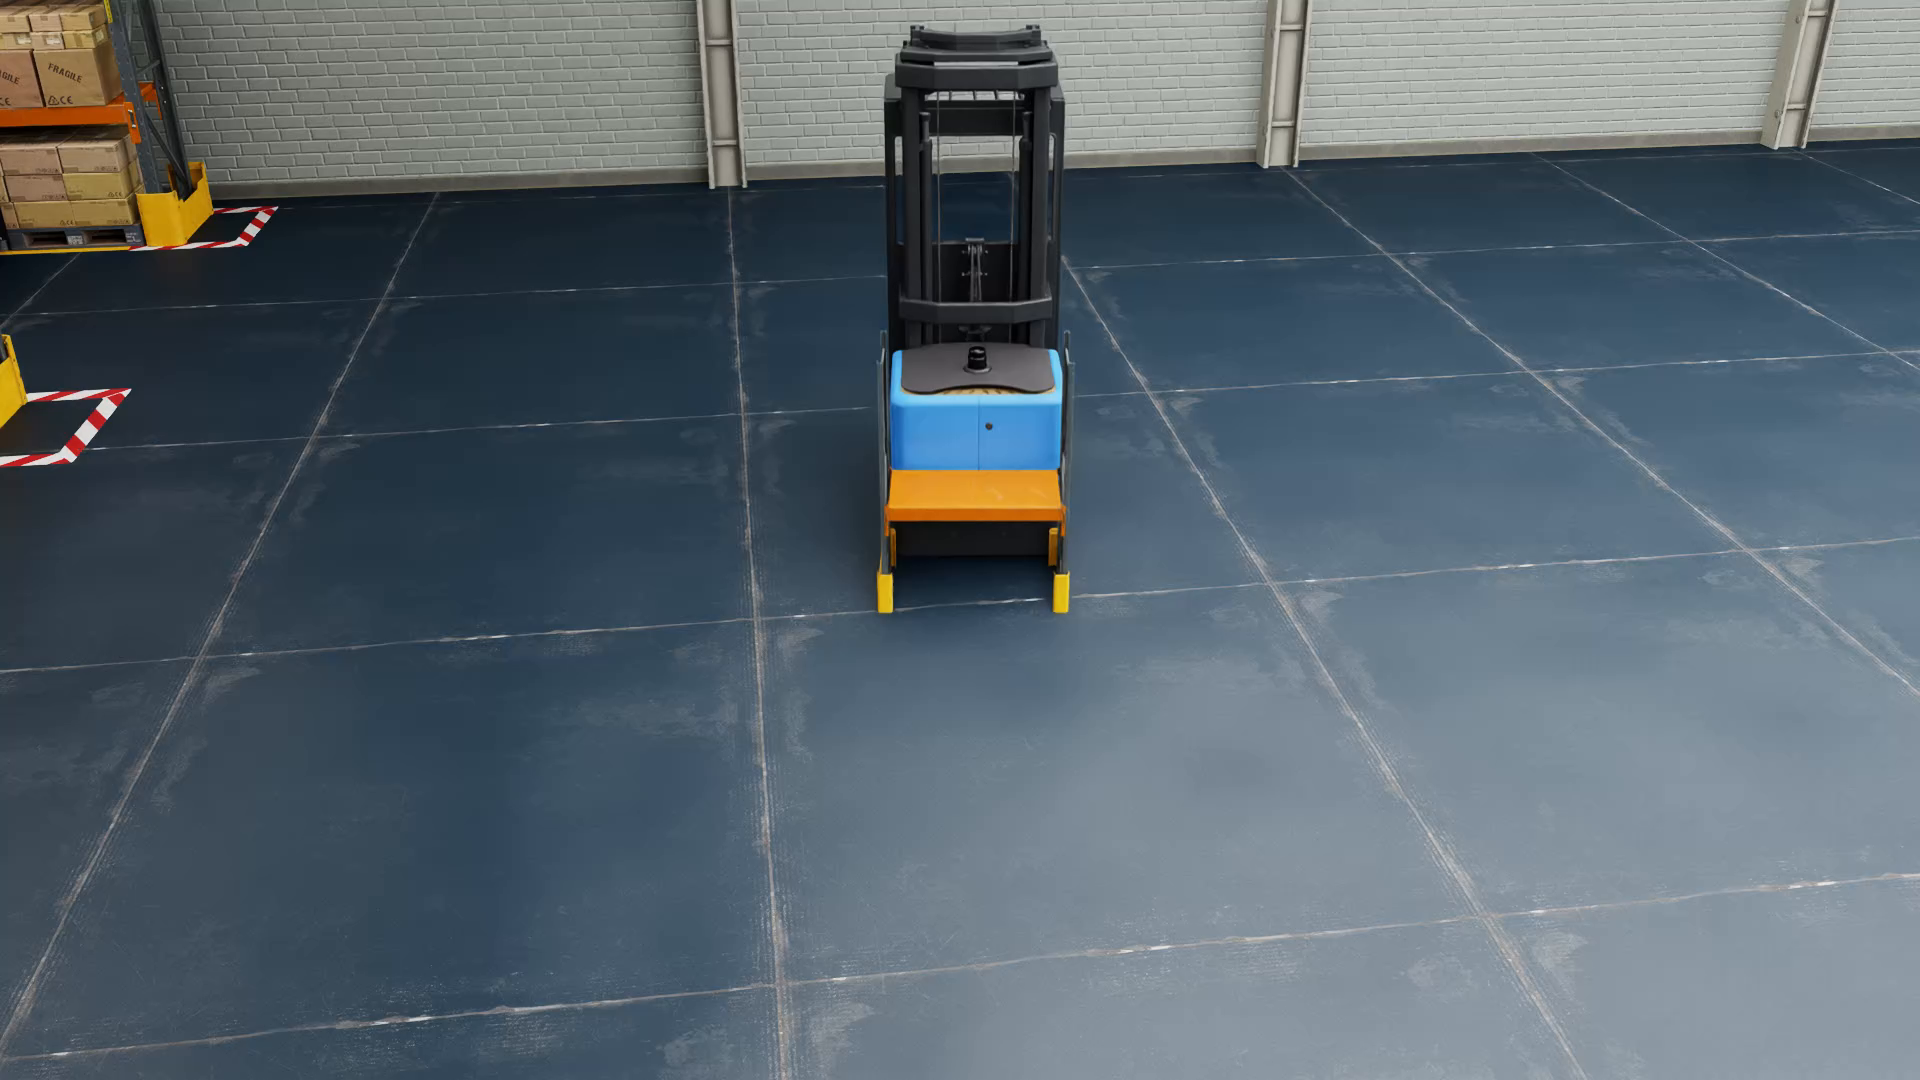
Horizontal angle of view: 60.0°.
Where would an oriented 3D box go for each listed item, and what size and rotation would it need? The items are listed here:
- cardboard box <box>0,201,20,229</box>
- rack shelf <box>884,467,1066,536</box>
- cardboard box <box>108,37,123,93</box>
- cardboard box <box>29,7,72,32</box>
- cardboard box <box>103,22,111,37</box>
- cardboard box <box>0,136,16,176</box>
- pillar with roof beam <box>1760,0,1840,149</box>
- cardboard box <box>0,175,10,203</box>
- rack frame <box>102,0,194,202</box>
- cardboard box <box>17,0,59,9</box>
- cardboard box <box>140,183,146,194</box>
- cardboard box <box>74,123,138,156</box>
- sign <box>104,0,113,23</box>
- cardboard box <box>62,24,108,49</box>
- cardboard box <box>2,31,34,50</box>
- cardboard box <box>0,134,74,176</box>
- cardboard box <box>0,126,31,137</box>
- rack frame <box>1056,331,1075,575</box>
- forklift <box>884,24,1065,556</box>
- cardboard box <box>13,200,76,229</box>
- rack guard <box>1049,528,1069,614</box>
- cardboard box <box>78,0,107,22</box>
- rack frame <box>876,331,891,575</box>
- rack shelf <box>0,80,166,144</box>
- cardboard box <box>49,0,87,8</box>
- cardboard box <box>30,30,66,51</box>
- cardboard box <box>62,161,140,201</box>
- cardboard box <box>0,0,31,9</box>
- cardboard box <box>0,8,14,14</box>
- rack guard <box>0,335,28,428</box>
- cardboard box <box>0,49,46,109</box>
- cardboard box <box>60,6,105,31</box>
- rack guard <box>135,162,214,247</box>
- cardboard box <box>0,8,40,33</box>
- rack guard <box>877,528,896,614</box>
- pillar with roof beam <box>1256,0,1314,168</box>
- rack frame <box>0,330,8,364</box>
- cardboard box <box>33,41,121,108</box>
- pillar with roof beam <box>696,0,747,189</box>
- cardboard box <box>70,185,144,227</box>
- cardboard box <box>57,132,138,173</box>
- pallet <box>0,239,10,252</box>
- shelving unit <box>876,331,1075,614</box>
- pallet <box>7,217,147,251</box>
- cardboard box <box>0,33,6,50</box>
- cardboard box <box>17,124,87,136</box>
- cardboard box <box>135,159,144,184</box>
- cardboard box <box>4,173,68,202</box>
[{"bbox_3d":[-8.991,-3.090,15.539,0.500,0.250,0.500,-3,27,-7],"label":"cardboard box"},{"bbox_3d":[0.083,-0.220,9.431,1.000,0.185,0.538,0,27,0],"label":"rack shelf"},{"bbox_3d":[-8.109,-4.493,15.612,0.500,0.500,0.500,-3,27,-5],"label":"cardboard box"},{"bbox_3d":[-8.145,-4.672,14.924,0.250,0.149,0.380,-4,27,-7],"label":"cardboard box"},{"bbox_3d":[-7.952,-4.783,15.467,0.250,0.149,0.380,-4,27,-8],"label":"cardboard box"},{"bbox_3d":[-8.995,-3.521,15.283,0.500,0.250,0.500,-3,27,-6],"label":"cardboard box"},{"bbox_3d":[10.029,-6.586,13.228,0.400,9.000,9.100,-4,27,-7],"label":"pillar with roof beam"},{"bbox_3d":[-9.025,-3.299,15.398,0.500,0.250,0.500,-4,27,-8],"label":"cardboard box"},{"bbox_3d":[-7.580,-4.355,15.451,0.127,3.000,1.000,-4,27,-7],"label":"rack frame"},{"bbox_3d":[-8.465,-4.871,15.311,0.250,0.149,0.380,-3,27,-6],"label":"cardboard box"},{"bbox_3d":[-8.093,-3.375,16.094,0.500,0.250,0.500,-4,27,-7],"label":"cardboard box"},{"bbox_3d":[-8.082,-3.818,15.862,0.500,0.250,0.500,-4,27,-8],"label":"cardboard box"},{"bbox_3d":[-7.518,-4.729,14.653,0.005,0.325,0.100,-4,27,-7],"label":"sign"},{"bbox_3d":[-7.884,-4.539,14.990,0.250,0.149,0.380,-3,27,-6],"label":"cardboard box"},{"bbox_3d":[-8.398,-4.521,14.954,0.250,0.149,0.380,-3,27,-6],"label":"cardboard box"},{"bbox_3d":[-8.497,-3.558,15.354,0.500,0.250,0.500,-3,27,-6],"label":"cardboard box"},{"bbox_3d":[-9.073,-3.758,15.744,0.500,0.250,0.500,-4,27,-7],"label":"cardboard box"},{"bbox_3d":[0.591,-0.380,9.348,0.032,1.500,0.500,0,27,0],"label":"rack frame"},{"bbox_3d":[0.081,-1.839,10.624,1.130,2.935,3.031,-1,27,-1],"label":"forklift"},{"bbox_3d":[-8.495,-3.118,15.593,0.500,0.250,0.500,-4,27,-7],"label":"cardboard box"},{"bbox_3d":[0.572,0.176,9.634,0.087,0.250,0.587,0,27,0],"label":"rack guard"},{"bbox_3d":[-7.942,-4.895,15.359,0.250,0.149,0.380,-4,27,-8],"label":"cardboard box"},{"bbox_3d":[-0.426,-0.380,9.349,0.032,1.500,0.500,0,27,0],"label":"rack frame"},{"bbox_3d":[-9.560,-3.907,15.367,4.000,0.370,1.077,-4,27,-7],"label":"rack shelf"},{"bbox_3d":[-8.214,-4.907,15.381,0.250,0.149,0.380,-3,27,-5],"label":"cardboard box"},{"bbox_3d":[-8.133,-4.509,14.932,0.250,0.149,0.380,-3,27,-6],"label":"cardboard box"},{"bbox_3d":[-8.018,-3.368,15.533,0.500,0.250,0.500,-4,27,-8],"label":"cardboard box"},{"bbox_3d":[-8.713,-4.862,15.293,0.250,0.149,0.380,-4,27,-7],"label":"cardboard box"},{"bbox_3d":[-8.657,-4.661,14.903,0.250,0.149,0.380,-4,27,-7],"label":"cardboard box"},{"bbox_3d":[-6.960,-0.994,11.640,0.348,0.500,1.175,-4,27,-7],"label":"rack guard"},{"bbox_3d":[-8.546,-4.220,15.080,0.500,0.500,0.500,-3,27,-5],"label":"cardboard box"},{"bbox_3d":[-7.905,-4.702,14.982,0.250,0.149,0.380,-4,27,-7],"label":"cardboard box"},{"bbox_3d":[-7.556,-3.244,16.025,0.348,0.500,1.175,-4,27,-7],"label":"rack guard"},{"bbox_3d":[-8.400,-4.643,14.868,0.250,0.149,0.380,-3,27,-6],"label":"cardboard box"},{"bbox_3d":[-0.424,0.176,9.634,0.087,0.250,0.587,0,27,0],"label":"rack guard"},{"bbox_3d":[4.088,-6.204,12.484,0.400,9.000,9.100,-4,27,-7],"label":"pillar with roof beam"},{"bbox_3d":[-6.885,-2.111,11.078,0.127,3.000,1.000,-4,27,-7],"label":"rack frame"},{"bbox_3d":[-8.030,-4.249,15.136,0.500,0.500,0.500,-4,27,-8],"label":"cardboard box"},{"bbox_3d":[-1.854,-5.822,11.740,0.400,9.000,9.100,-4,27,-7],"label":"pillar with roof beam"},{"bbox_3d":[-8.001,-3.145,15.646,0.500,0.250,0.500,-3,27,-7],"label":"cardboard box"},{"bbox_3d":[-7.992,-3.593,15.423,0.500,0.250,0.500,-3,27,-5],"label":"cardboard box"},{"bbox_3d":[-9.537,-2.970,15.808,1.213,0.211,1.003,-4,27,-7],"label":"pallet"},{"bbox_3d":[0.074,-0.380,9.348,1.083,1.500,0.587,0,27,0],"label":"shelving unit"},{"bbox_3d":[-8.331,-3.046,15.956,1.213,0.211,1.003,-4,27,-7],"label":"pallet"},{"bbox_3d":[-8.645,-4.510,14.934,0.250,0.149,0.380,-4,27,-7],"label":"cardboard box"},{"bbox_3d":[-8.576,-3.785,15.797,0.500,0.250,0.500,-4,27,-7],"label":"cardboard box"},{"bbox_3d":[-8.074,-3.605,15.993,0.500,0.250,0.500,-3,27,-6],"label":"cardboard box"},{"bbox_3d":[-8.516,-3.341,15.480,0.500,0.250,0.500,-4,27,-8],"label":"cardboard box"}]
